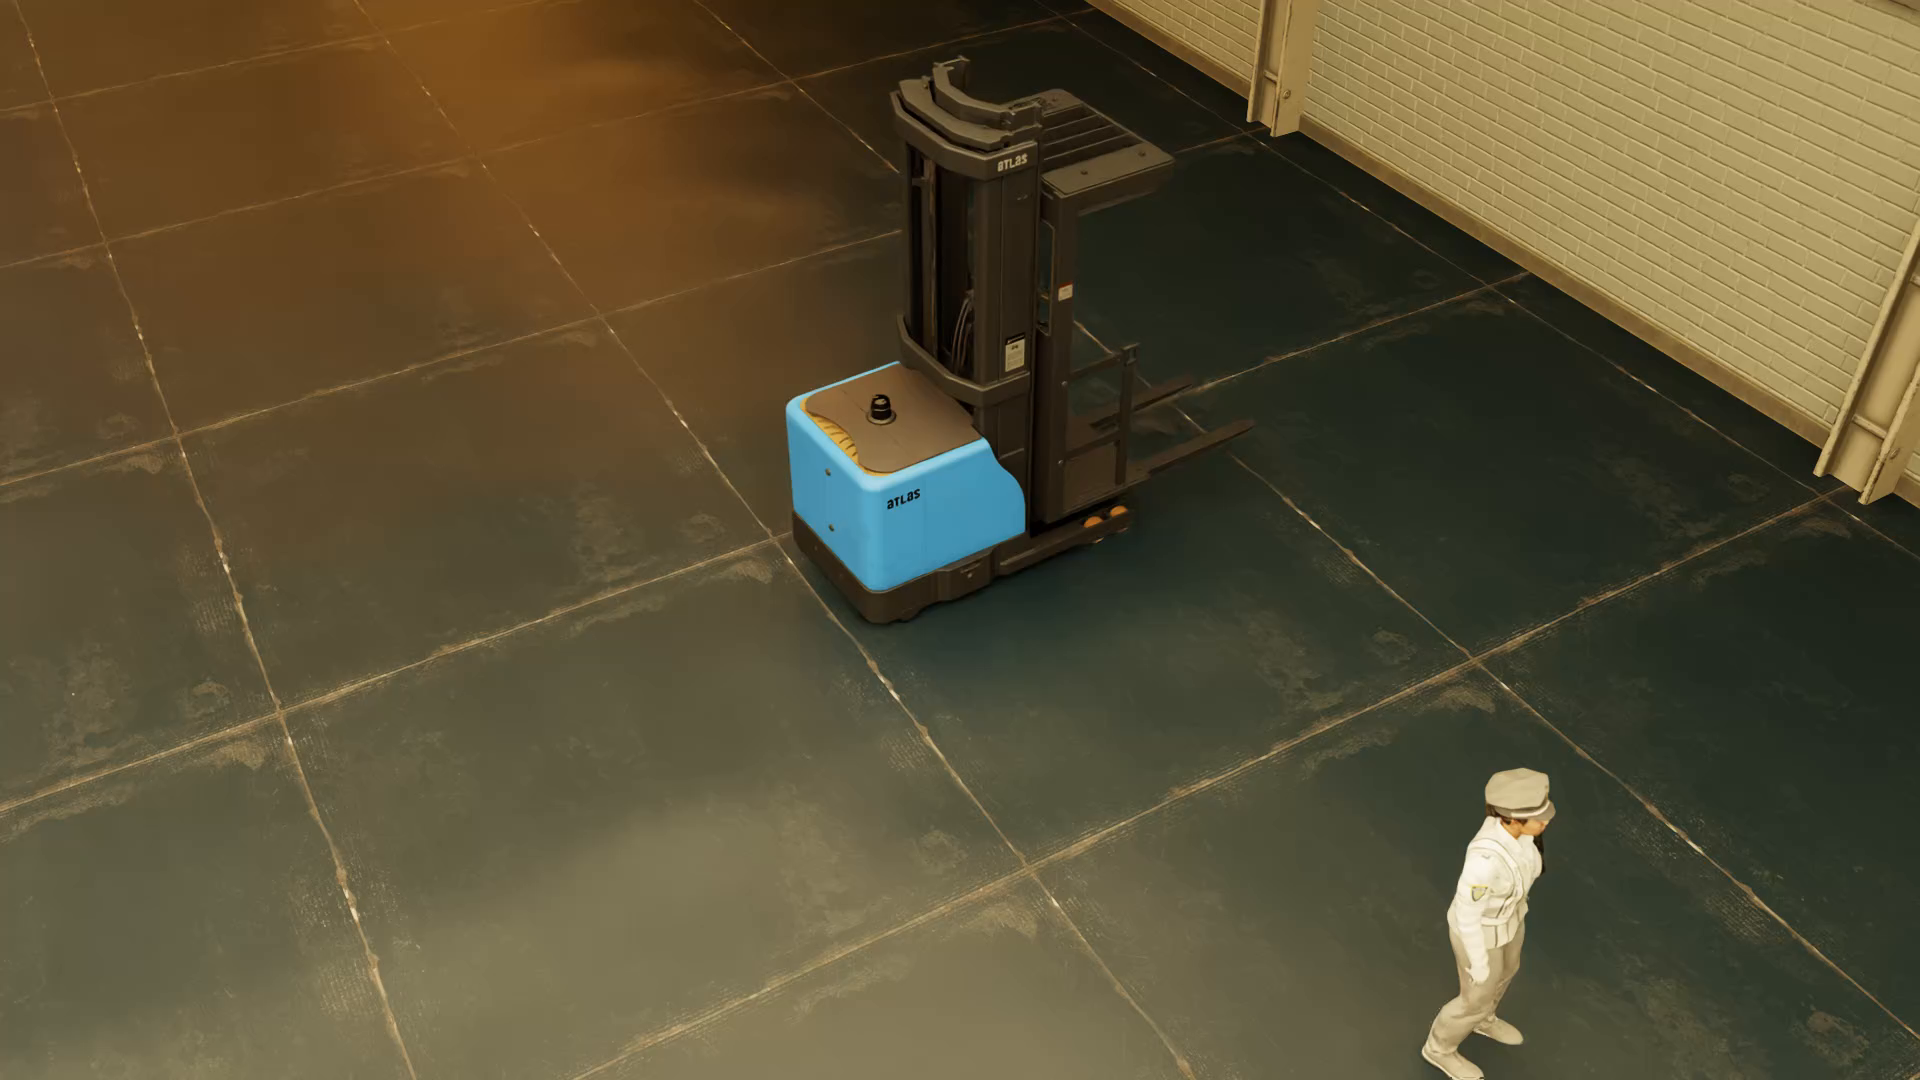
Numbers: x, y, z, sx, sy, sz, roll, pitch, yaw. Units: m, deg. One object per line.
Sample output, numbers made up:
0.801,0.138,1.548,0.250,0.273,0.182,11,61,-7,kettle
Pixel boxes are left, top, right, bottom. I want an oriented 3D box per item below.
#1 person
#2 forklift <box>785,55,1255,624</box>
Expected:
2.290,1.653,7.044,0.452,1.713,0.567,24,45,26,person
0.486,-1.369,9.686,3.031,2.935,1.130,-23,45,-25,forklift
